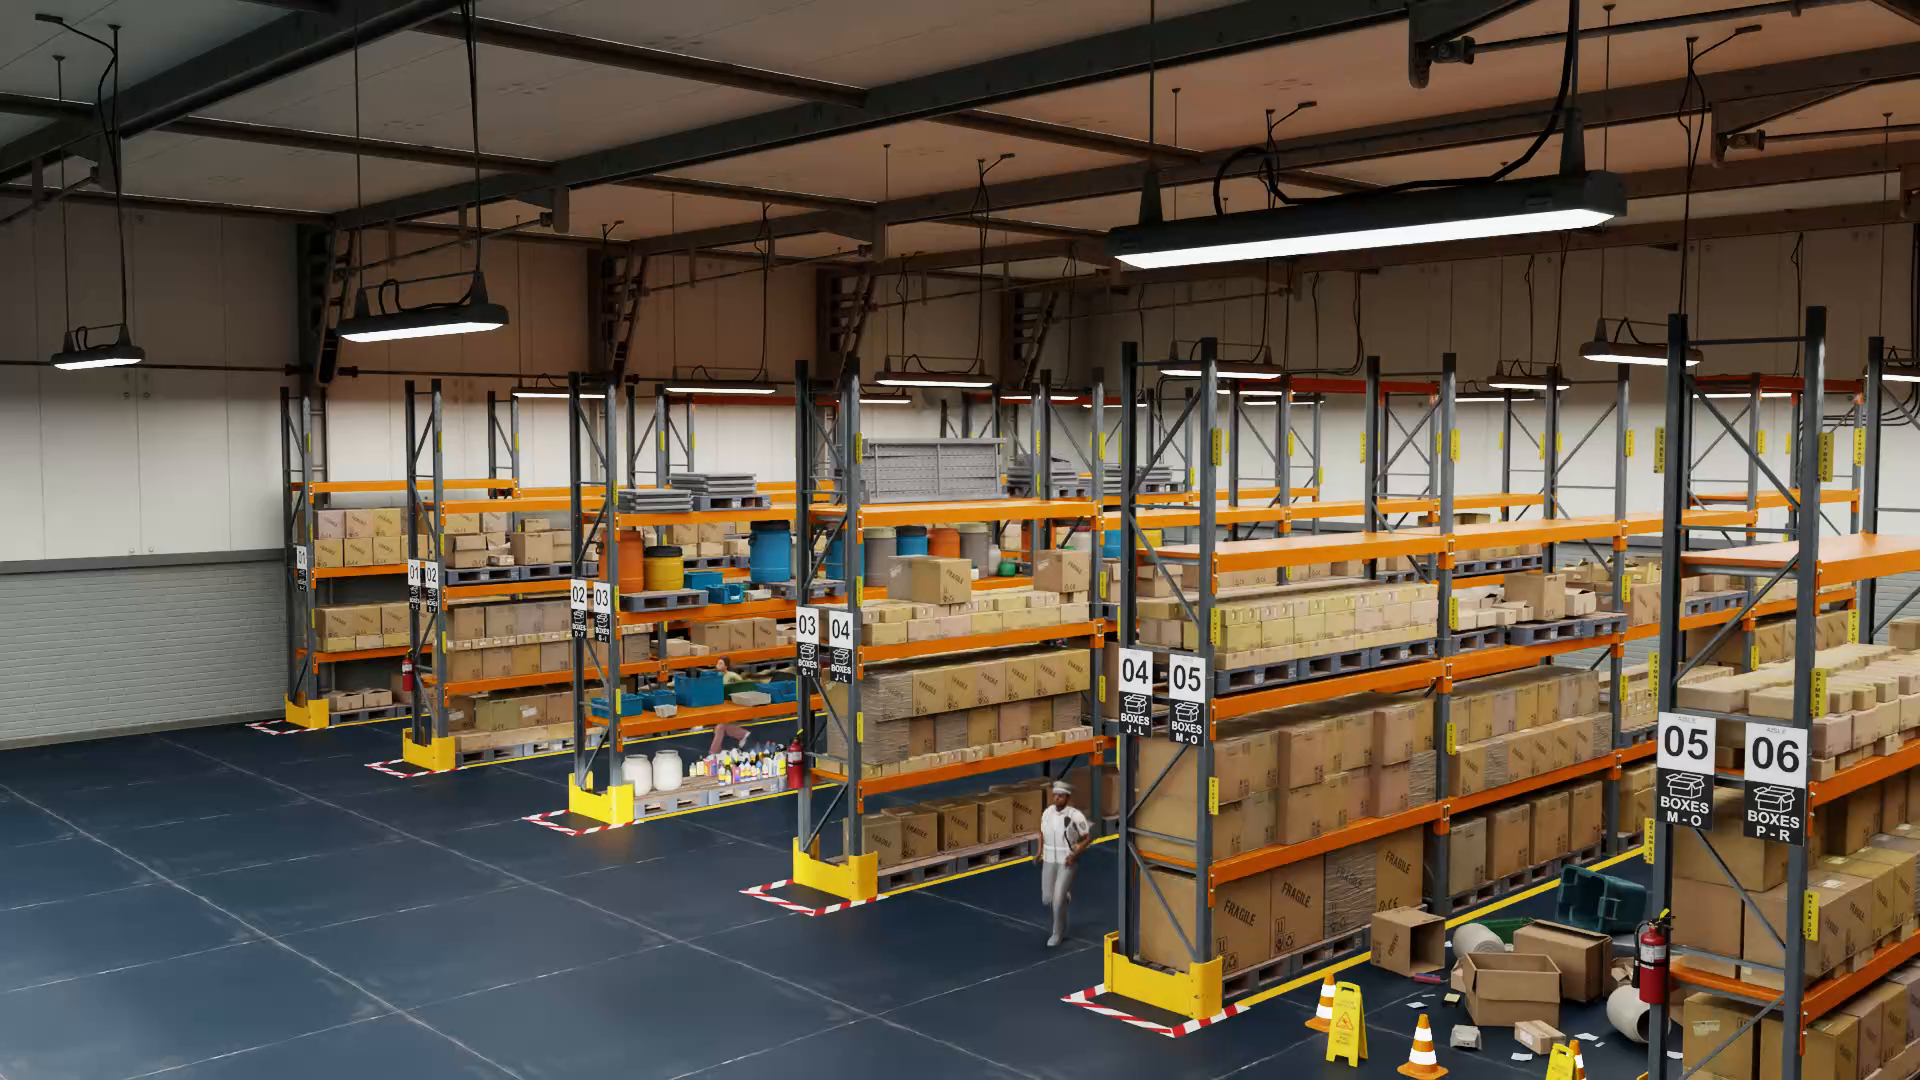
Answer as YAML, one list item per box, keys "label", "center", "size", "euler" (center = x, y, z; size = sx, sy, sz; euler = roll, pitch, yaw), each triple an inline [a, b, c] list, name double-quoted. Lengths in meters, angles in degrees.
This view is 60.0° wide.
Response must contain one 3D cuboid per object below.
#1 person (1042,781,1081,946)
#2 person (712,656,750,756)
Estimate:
- label: "person"
  center: [1.068, 3.272, 16.971]
  size: [0.399, 1.678, 0.589]
  euler: [2, 4, 28]
- label: "person"
  center: [-3.685, 2.662, 26.418]
  size: [0.602, 1.652, 0.921]
  euler: [3, 5, 40]
